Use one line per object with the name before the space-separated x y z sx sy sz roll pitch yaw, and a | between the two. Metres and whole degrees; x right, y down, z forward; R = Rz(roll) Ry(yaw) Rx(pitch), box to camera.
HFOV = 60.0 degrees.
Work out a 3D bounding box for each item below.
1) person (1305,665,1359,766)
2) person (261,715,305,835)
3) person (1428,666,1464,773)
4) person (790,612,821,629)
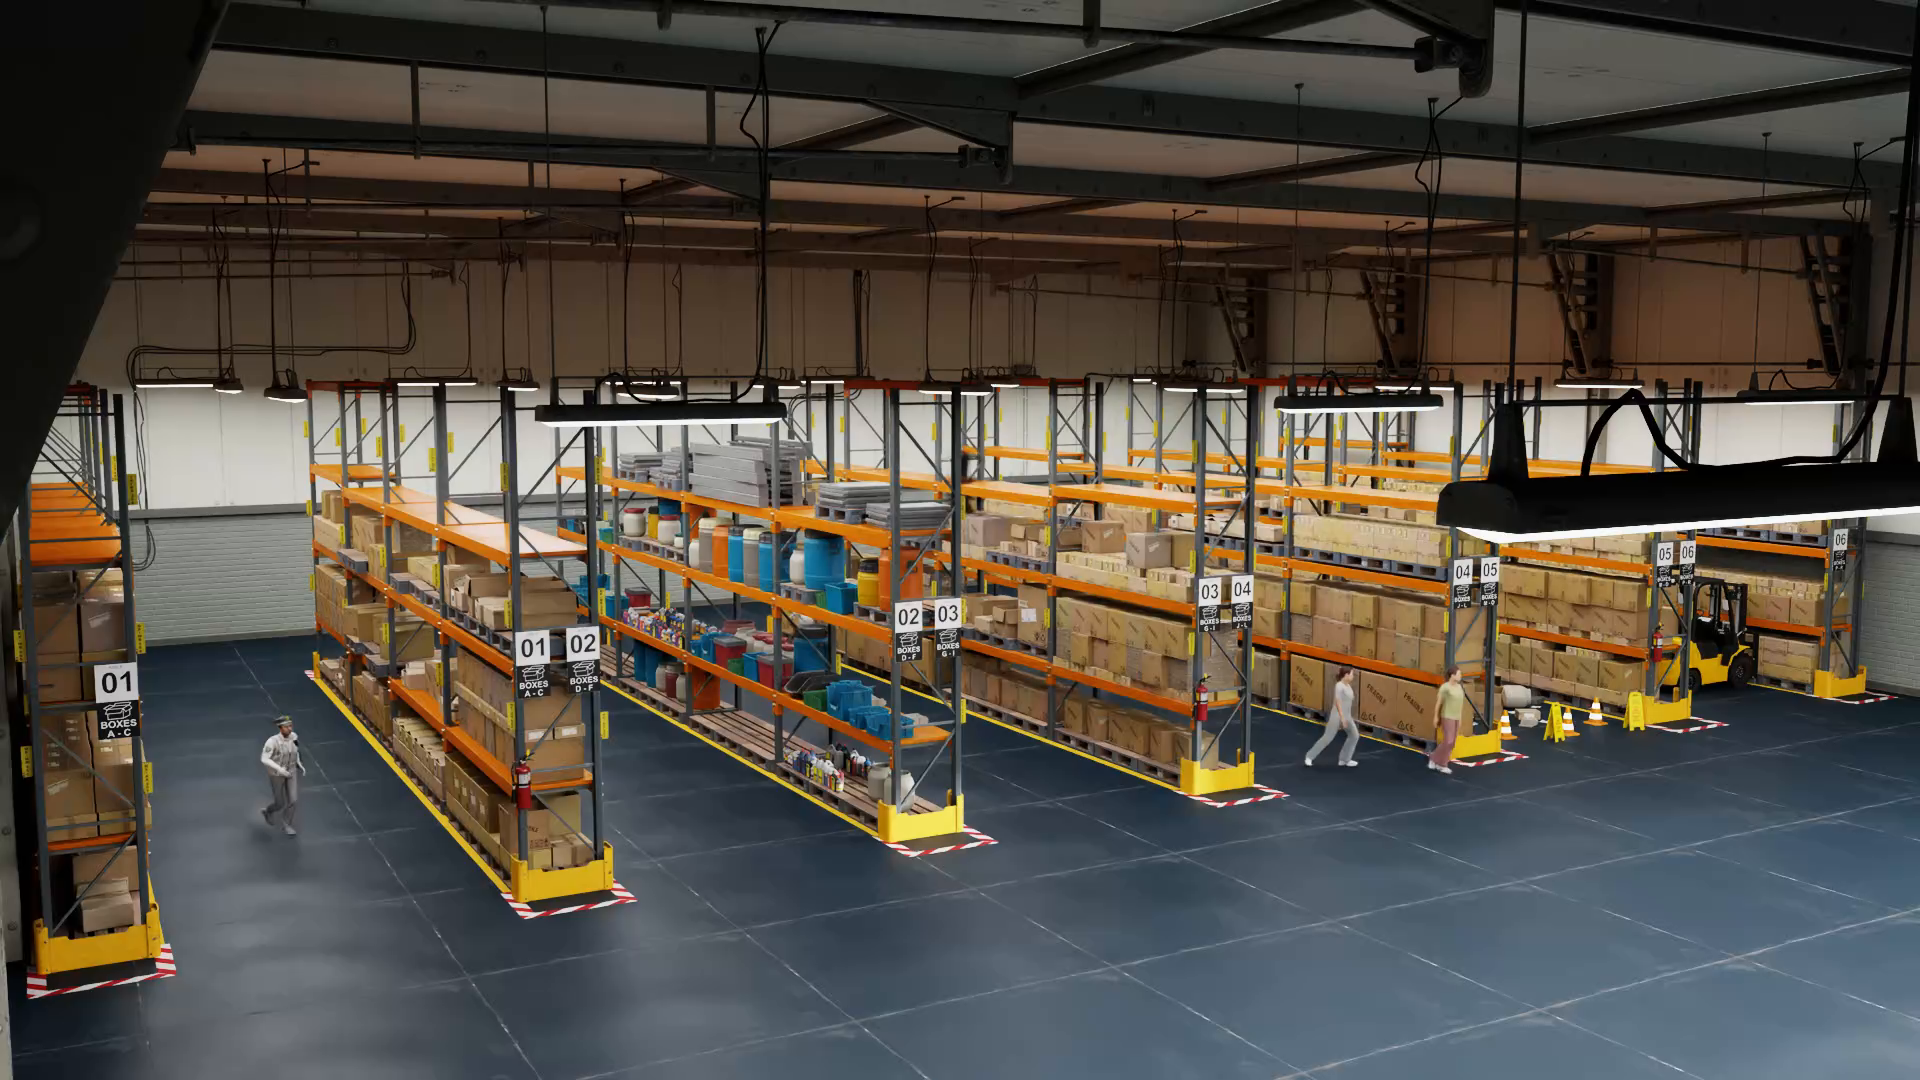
person | 5.809 2.763 26.073 0.698 1.602 0.727 5 8 39
person | -9.170 3.148 22.437 0.718 1.642 0.609 5 8 39
person | 7.522 2.783 25.734 0.605 1.690 0.438 -5 8 -38
person | -3.076 1.938 33.517 0.576 1.732 0.725 -4 7 -32
